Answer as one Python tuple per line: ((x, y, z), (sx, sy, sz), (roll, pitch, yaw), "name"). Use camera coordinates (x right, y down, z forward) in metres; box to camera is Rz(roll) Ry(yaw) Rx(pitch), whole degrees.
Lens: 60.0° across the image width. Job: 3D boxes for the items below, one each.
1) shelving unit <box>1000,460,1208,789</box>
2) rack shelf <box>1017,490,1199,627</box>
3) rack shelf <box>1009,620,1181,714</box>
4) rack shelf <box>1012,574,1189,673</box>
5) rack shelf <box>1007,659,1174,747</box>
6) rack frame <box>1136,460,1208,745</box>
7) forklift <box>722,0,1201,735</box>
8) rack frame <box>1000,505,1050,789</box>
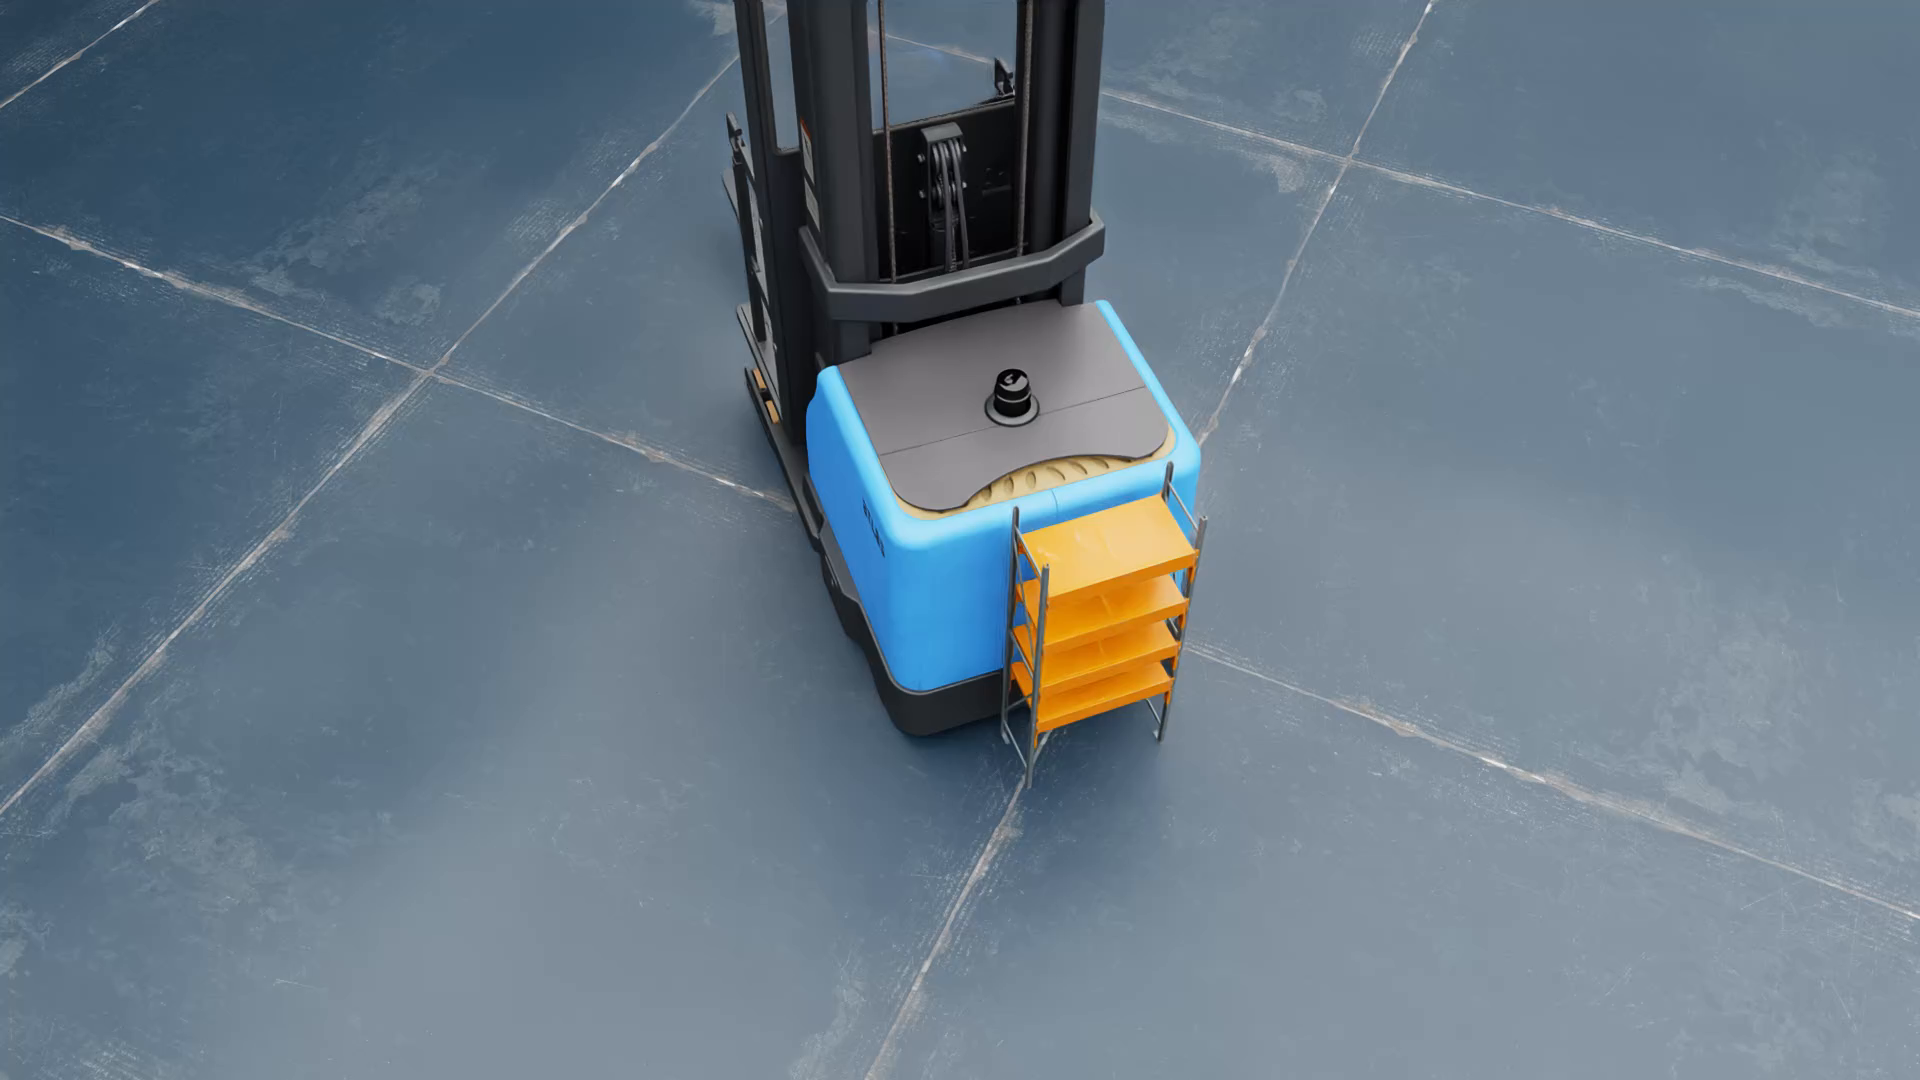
((0.421, 0.299, 5.203), (0.503, 1.200, 0.258), (-16, 53, -14), "shelving unit")
((0.425, 0.052, 4.897), (0.480, 0.148, 0.258), (-16, 53, -14), "rack shelf")
((0.421, 0.341, 5.255), (0.480, 0.148, 0.258), (-16, 53, -14), "rack shelf")
((0.423, 0.201, 5.081), (0.480, 0.148, 0.258), (-16, 53, -14), "rack shelf")
((0.419, 0.465, 5.410), (0.480, 0.148, 0.258), (-16, 53, -14), "rack shelf")
((0.649, 0.232, 5.260), (0.015, 1.200, 0.240), (-16, 53, -14), "rack frame")
((-0.218, -1.443, 5.553), (1.130, 2.935, 3.031), (-15, 51, -13), "forklift")
((0.194, 0.366, 5.146), (0.015, 1.200, 0.240), (-16, 53, -14), "rack frame")
